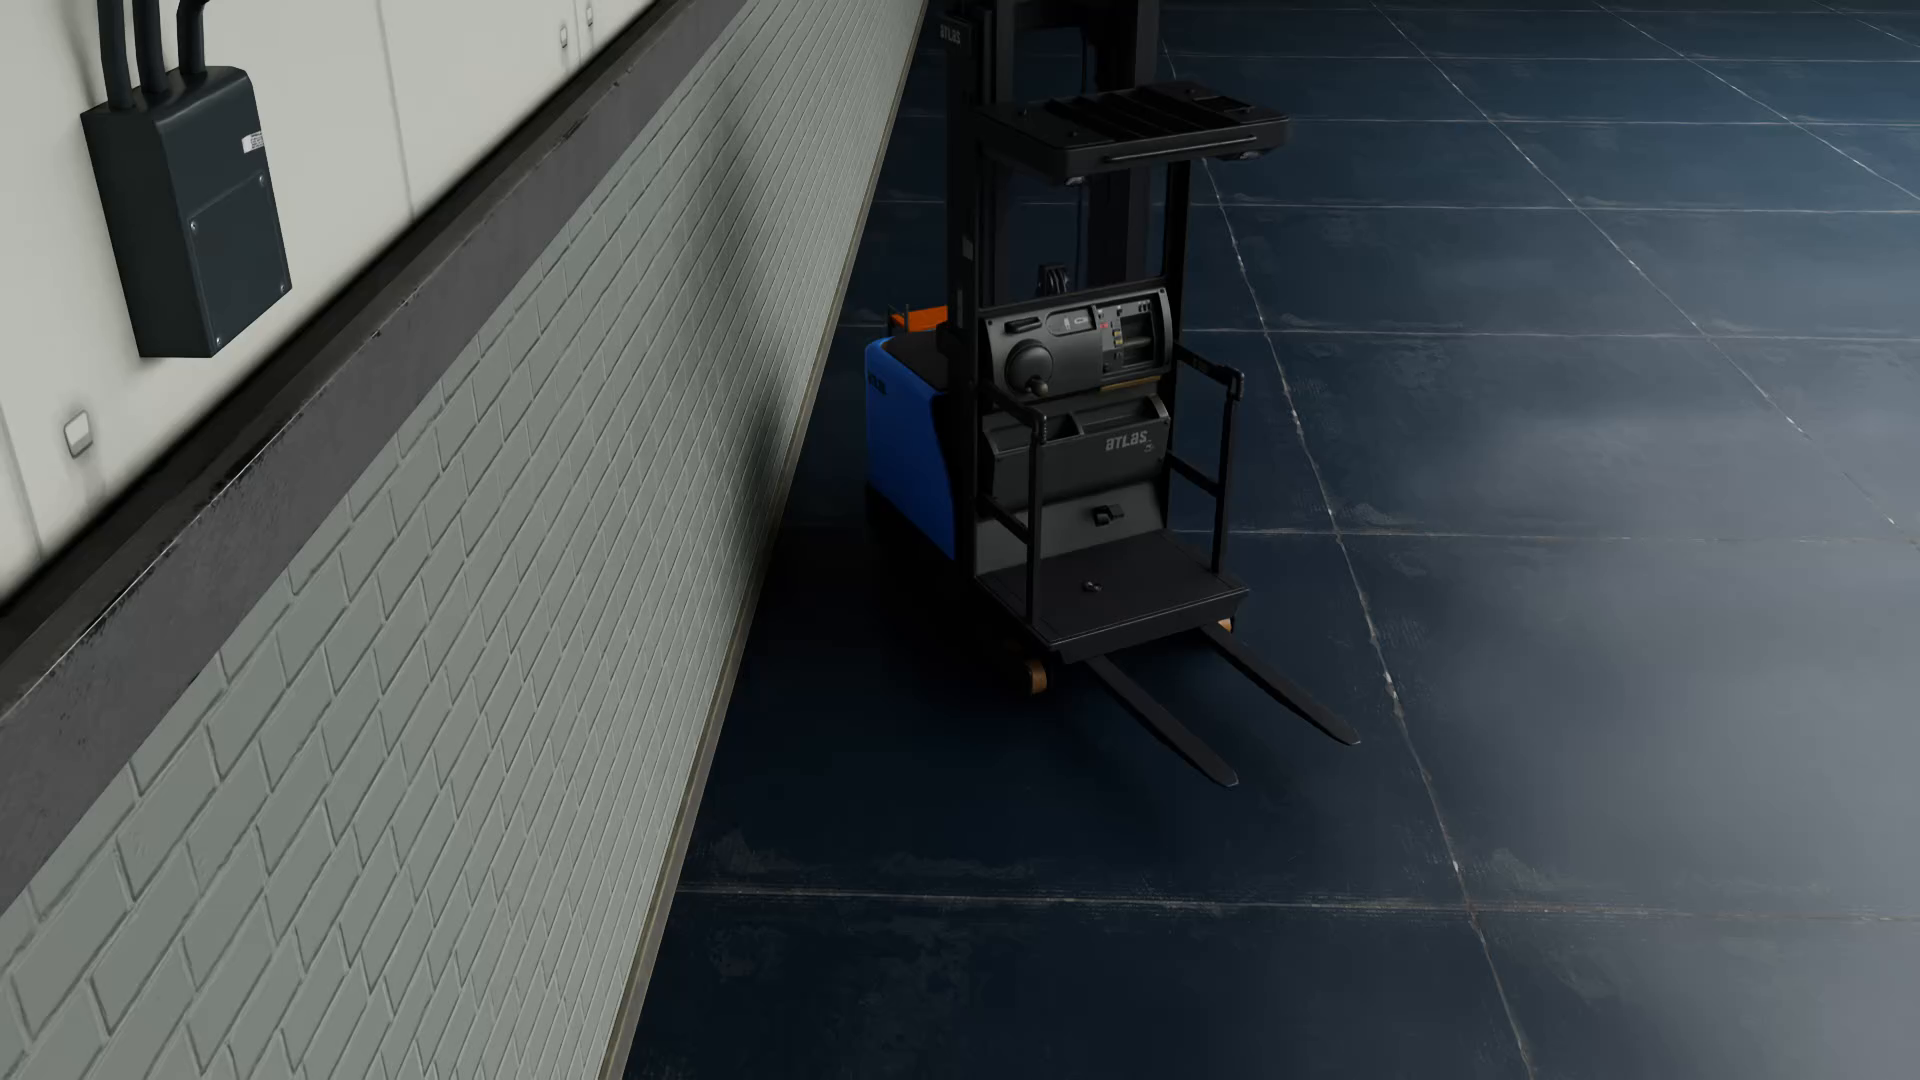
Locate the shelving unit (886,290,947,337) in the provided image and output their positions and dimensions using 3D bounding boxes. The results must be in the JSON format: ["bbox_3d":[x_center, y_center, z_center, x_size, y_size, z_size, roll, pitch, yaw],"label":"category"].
[{"bbox_3d":[-0.107,-0.773,8.926,0.503,1.200,0.258,-14,31,-24],"label":"shelving unit"}]

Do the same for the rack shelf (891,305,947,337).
[{"bbox_3d":[-0.107,-1.121,8.743,0.480,0.148,0.258,-14,31,-24],"label":"rack shelf"}]

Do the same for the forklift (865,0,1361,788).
[{"bbox_3d":[0.633,-0.839,7.203,1.130,2.935,3.031,-14,31,-24],"label":"forklift"}]

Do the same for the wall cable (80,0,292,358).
[{"bbox_3d":[-1.083,-3.456,2.030,0.169,6.003,2.305,1,28,2],"label":"wall cable"}]

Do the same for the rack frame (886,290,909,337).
[{"bbox_3d":[-0.323,-0.720,8.826,0.015,1.200,0.240,-14,31,-24],"label":"rack frame"}]
